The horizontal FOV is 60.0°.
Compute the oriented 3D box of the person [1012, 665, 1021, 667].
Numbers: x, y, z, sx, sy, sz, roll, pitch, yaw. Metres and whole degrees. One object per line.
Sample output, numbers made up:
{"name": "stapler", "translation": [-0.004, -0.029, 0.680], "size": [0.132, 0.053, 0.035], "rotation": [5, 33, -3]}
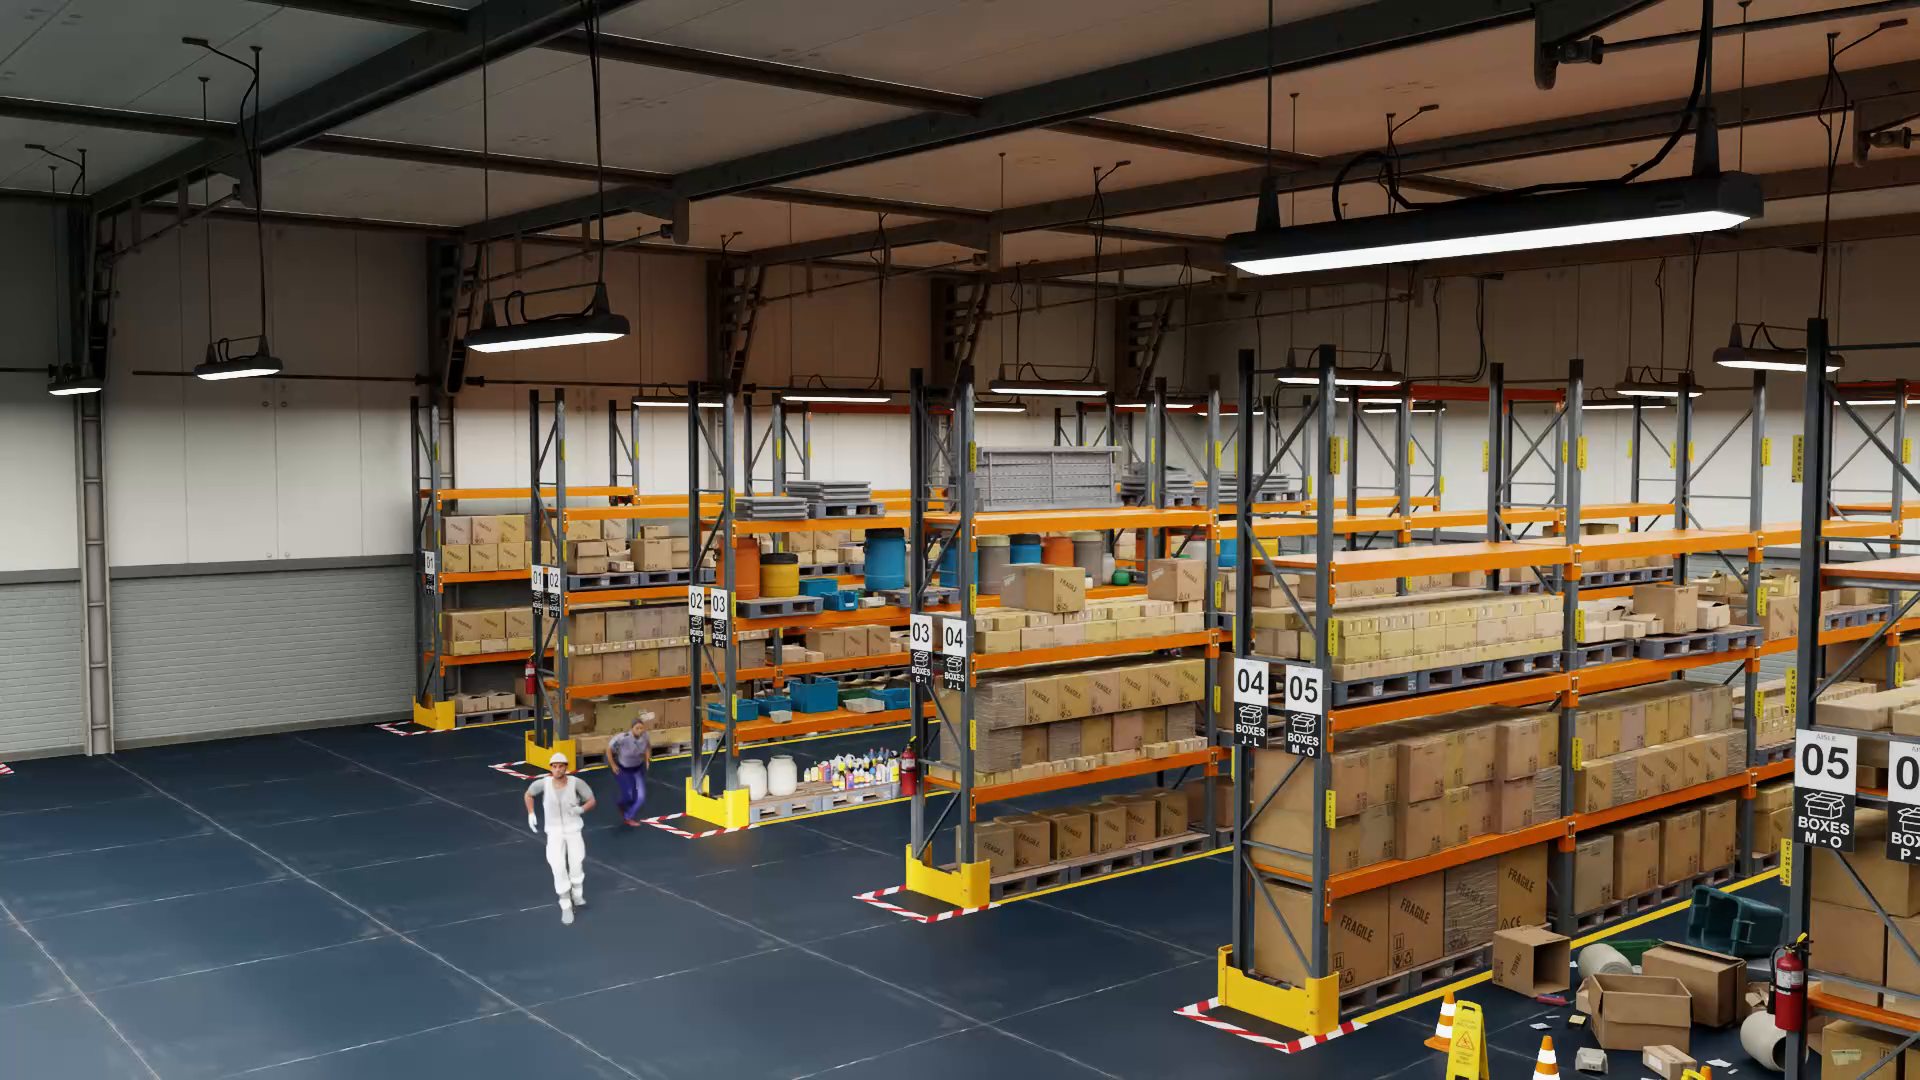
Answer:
{"name": "person", "translation": [0.960, 2.637, 28.653], "size": [0.668, 1.687, 0.713], "rotation": [2, 4, 33]}

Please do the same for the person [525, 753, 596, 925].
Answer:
{"name": "person", "translation": [-4.340, 3.214, 18.101], "size": [0.754, 1.840, 0.727], "rotation": [-1, 3, -14]}

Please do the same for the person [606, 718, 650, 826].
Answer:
{"name": "person", "translation": [-4.451, 3.108, 22.285], "size": [0.605, 1.513, 0.732], "rotation": [-3, 4, -40]}
